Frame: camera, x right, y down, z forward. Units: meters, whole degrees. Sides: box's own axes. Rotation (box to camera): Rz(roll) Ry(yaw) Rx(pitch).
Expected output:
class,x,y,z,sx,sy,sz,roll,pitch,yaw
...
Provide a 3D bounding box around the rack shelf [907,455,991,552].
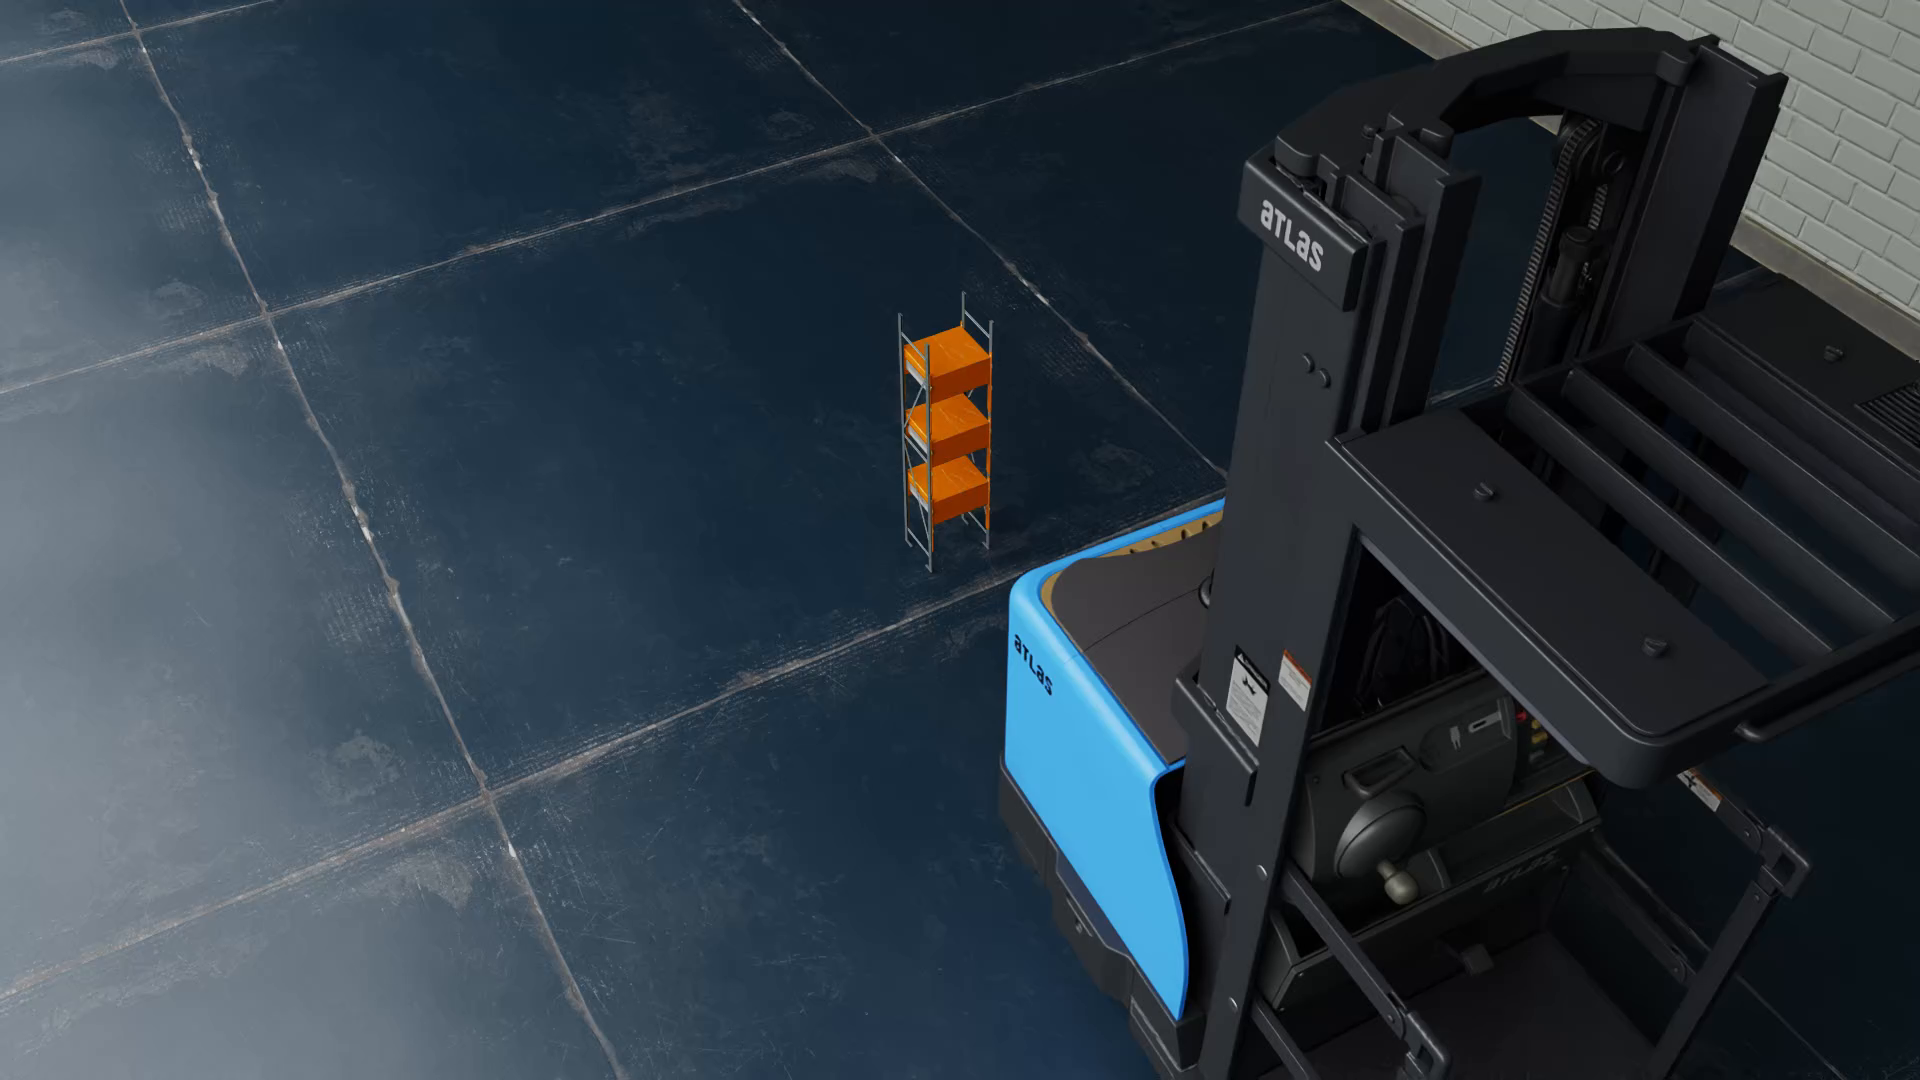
class,x,y,z,sx,sy,sz,roll,pitch,yaw
rack shelf,-0.046,-0.151,6.066,0.240,0.259,0.215,-22,48,-21

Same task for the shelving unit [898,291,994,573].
class,x,y,z,sx,sy,sz,roll,pitch,yaw
shelving unit,-0.046,-0.358,5.865,0.252,1.050,0.215,-22,48,-21

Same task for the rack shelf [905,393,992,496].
class,x,y,z,sx,sy,sz,roll,pitch,yaw
rack shelf,-0.046,-0.351,5.873,0.240,0.259,0.215,-22,48,-21

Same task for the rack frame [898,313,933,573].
class,x,y,z,sx,sy,sz,roll,pitch,yaw
rack frame,-0.152,-0.316,5.822,0.008,1.050,0.200,-22,48,-21

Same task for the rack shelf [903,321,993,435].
class,x,y,z,sx,sy,sz,roll,pitch,yaw
rack shelf,-0.046,-0.554,5.675,0.240,0.259,0.215,-22,48,-21

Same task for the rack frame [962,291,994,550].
class,x,y,z,sx,sy,sz,roll,pitch,yaw
rack frame,0.059,-0.401,5.909,0.008,1.050,0.200,-22,48,-21

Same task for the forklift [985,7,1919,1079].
class,x,y,z,sx,sy,sz,roll,pitch,yaw
forklift,1.204,0.525,3.605,1.130,2.935,3.031,-20,48,-19
